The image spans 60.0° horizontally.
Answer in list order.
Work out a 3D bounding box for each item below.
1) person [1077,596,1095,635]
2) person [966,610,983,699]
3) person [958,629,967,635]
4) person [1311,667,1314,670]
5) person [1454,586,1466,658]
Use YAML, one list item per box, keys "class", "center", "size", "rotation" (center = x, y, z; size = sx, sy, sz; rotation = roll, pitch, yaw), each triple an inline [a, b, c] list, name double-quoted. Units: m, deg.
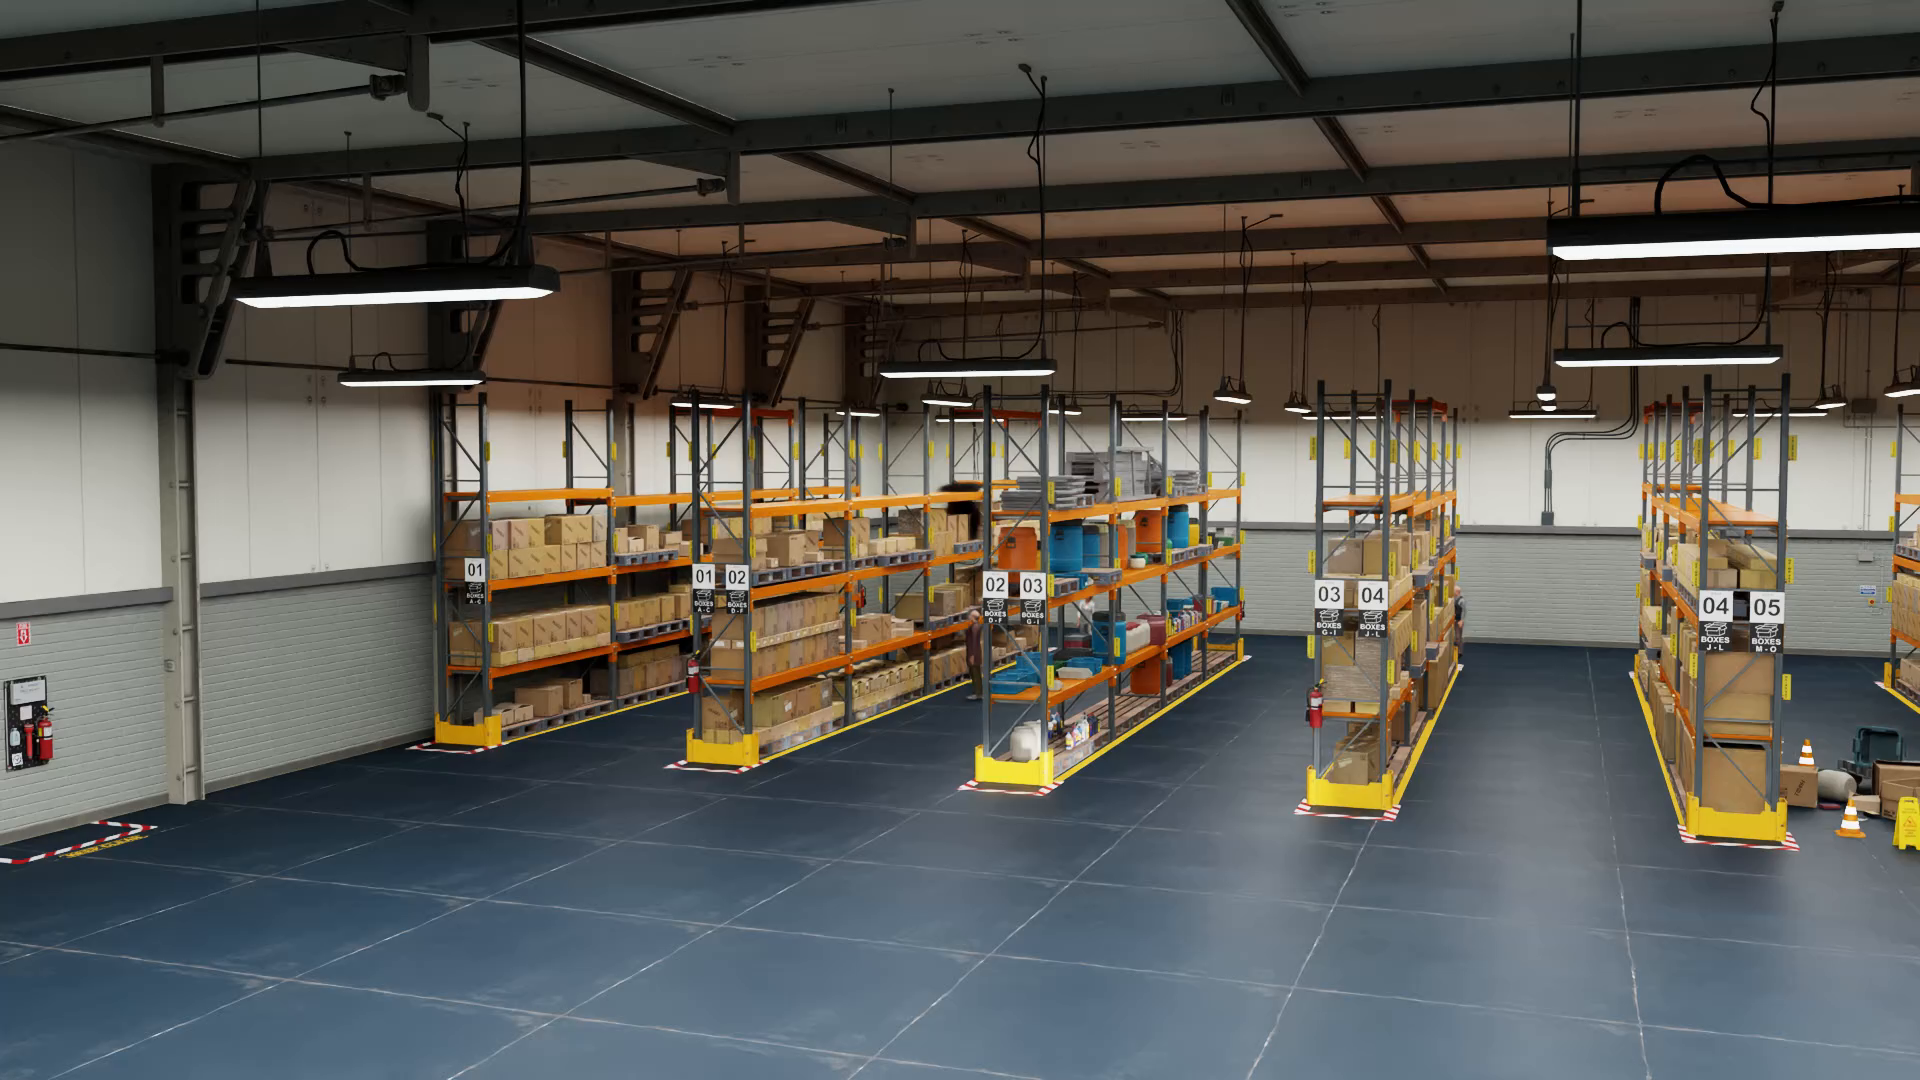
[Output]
- class: "person"
  center: [3.118, 2.044, 40.919]
  size: [0.498, 1.538, 0.837]
  rotation: [0, 3, 2]
- class: "person"
  center: [0.298, 2.334, 33.581]
  size: [0.398, 1.824, 0.676]
  rotation: [0, 3, 5]
- class: "person"
  center: [0.151, 1.823, 43.780]
  size: [0.465, 1.701, 0.491]
  rotation: [1, 3, 24]
- class: "person"
  center: [8.312, 2.136, 37.922]
  size: [0.753, 1.777, 0.615]
  rotation: [2, 3, 28]
- class: "person"
  center: [12.060, 1.999, 40.469]
  size: [0.392, 1.740, 0.565]
  rotation: [-3, 4, -43]
